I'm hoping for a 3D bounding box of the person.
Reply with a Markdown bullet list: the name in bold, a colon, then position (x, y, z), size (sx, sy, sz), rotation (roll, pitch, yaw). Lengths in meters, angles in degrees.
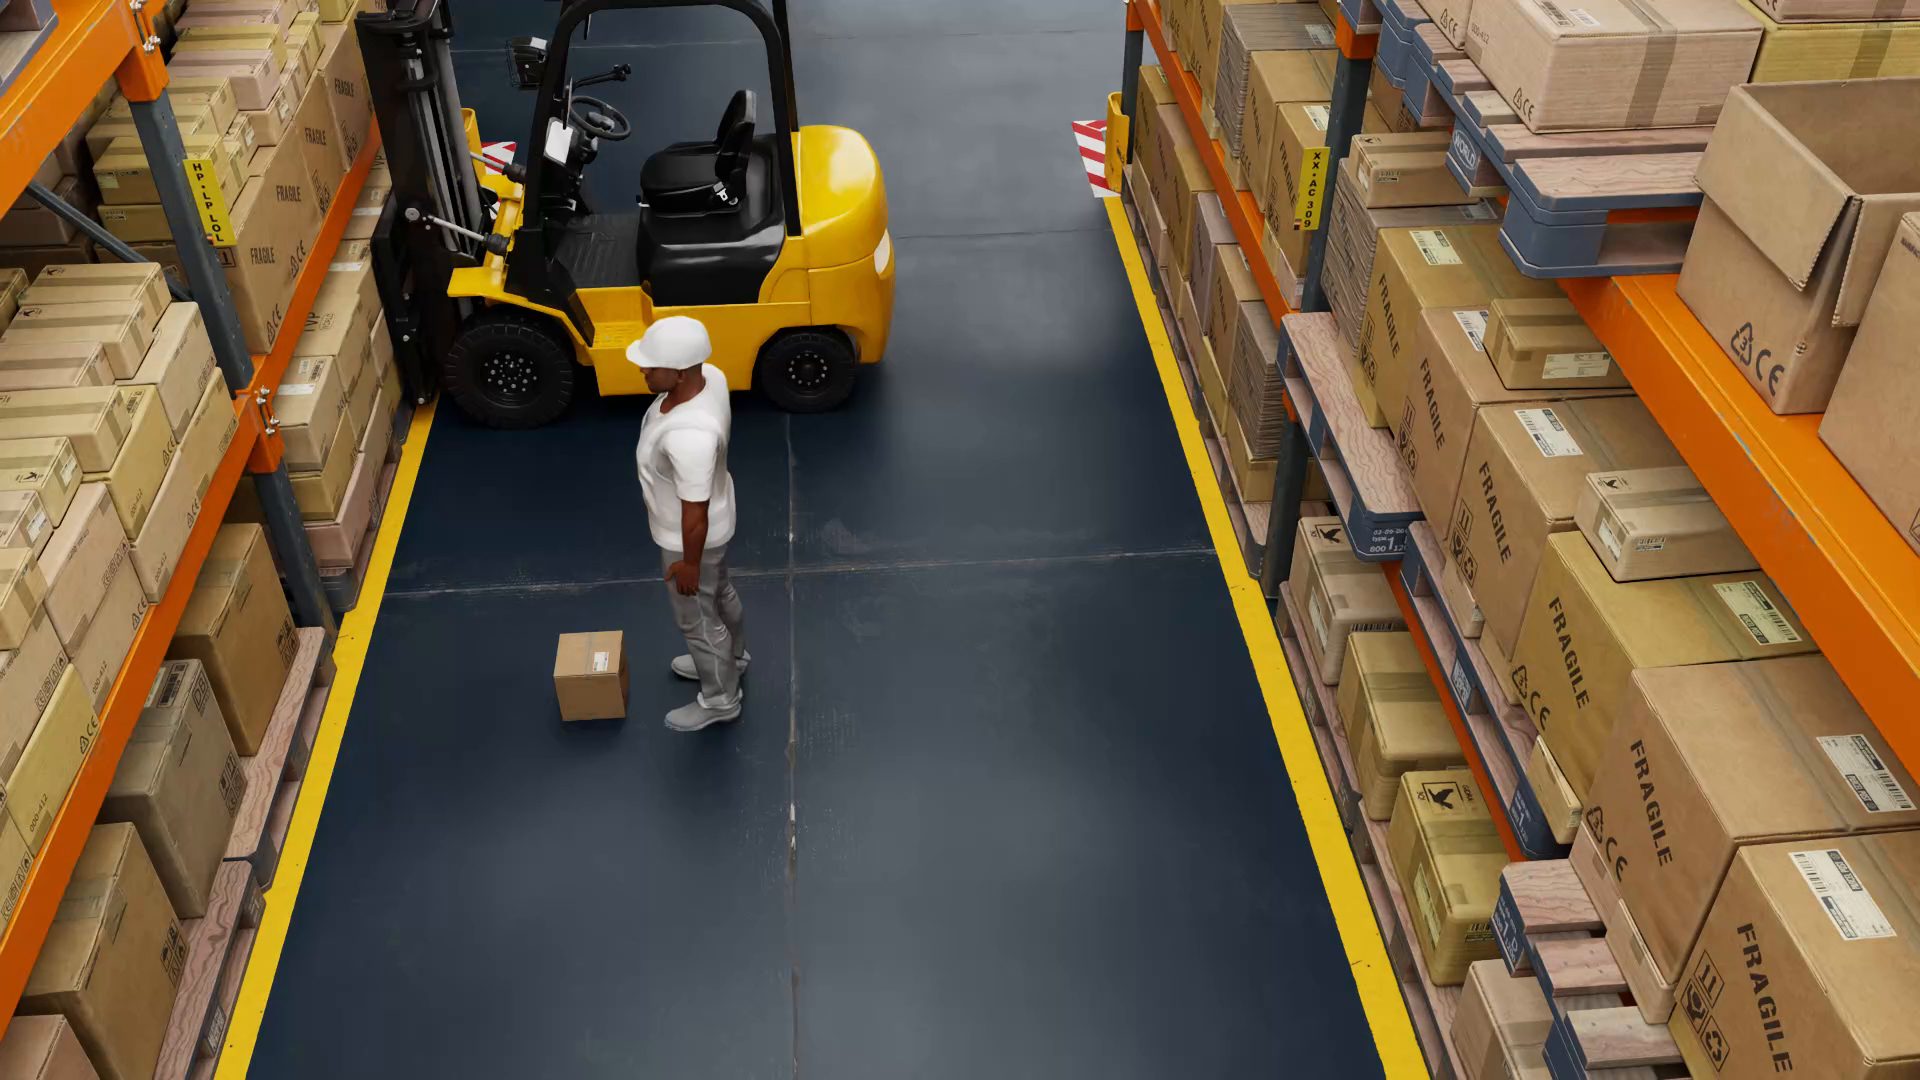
- **person**: position (-1.005, -0.056, 6.215), size (0.372, 1.780, 0.570), rotation (-2, 39, -3)
